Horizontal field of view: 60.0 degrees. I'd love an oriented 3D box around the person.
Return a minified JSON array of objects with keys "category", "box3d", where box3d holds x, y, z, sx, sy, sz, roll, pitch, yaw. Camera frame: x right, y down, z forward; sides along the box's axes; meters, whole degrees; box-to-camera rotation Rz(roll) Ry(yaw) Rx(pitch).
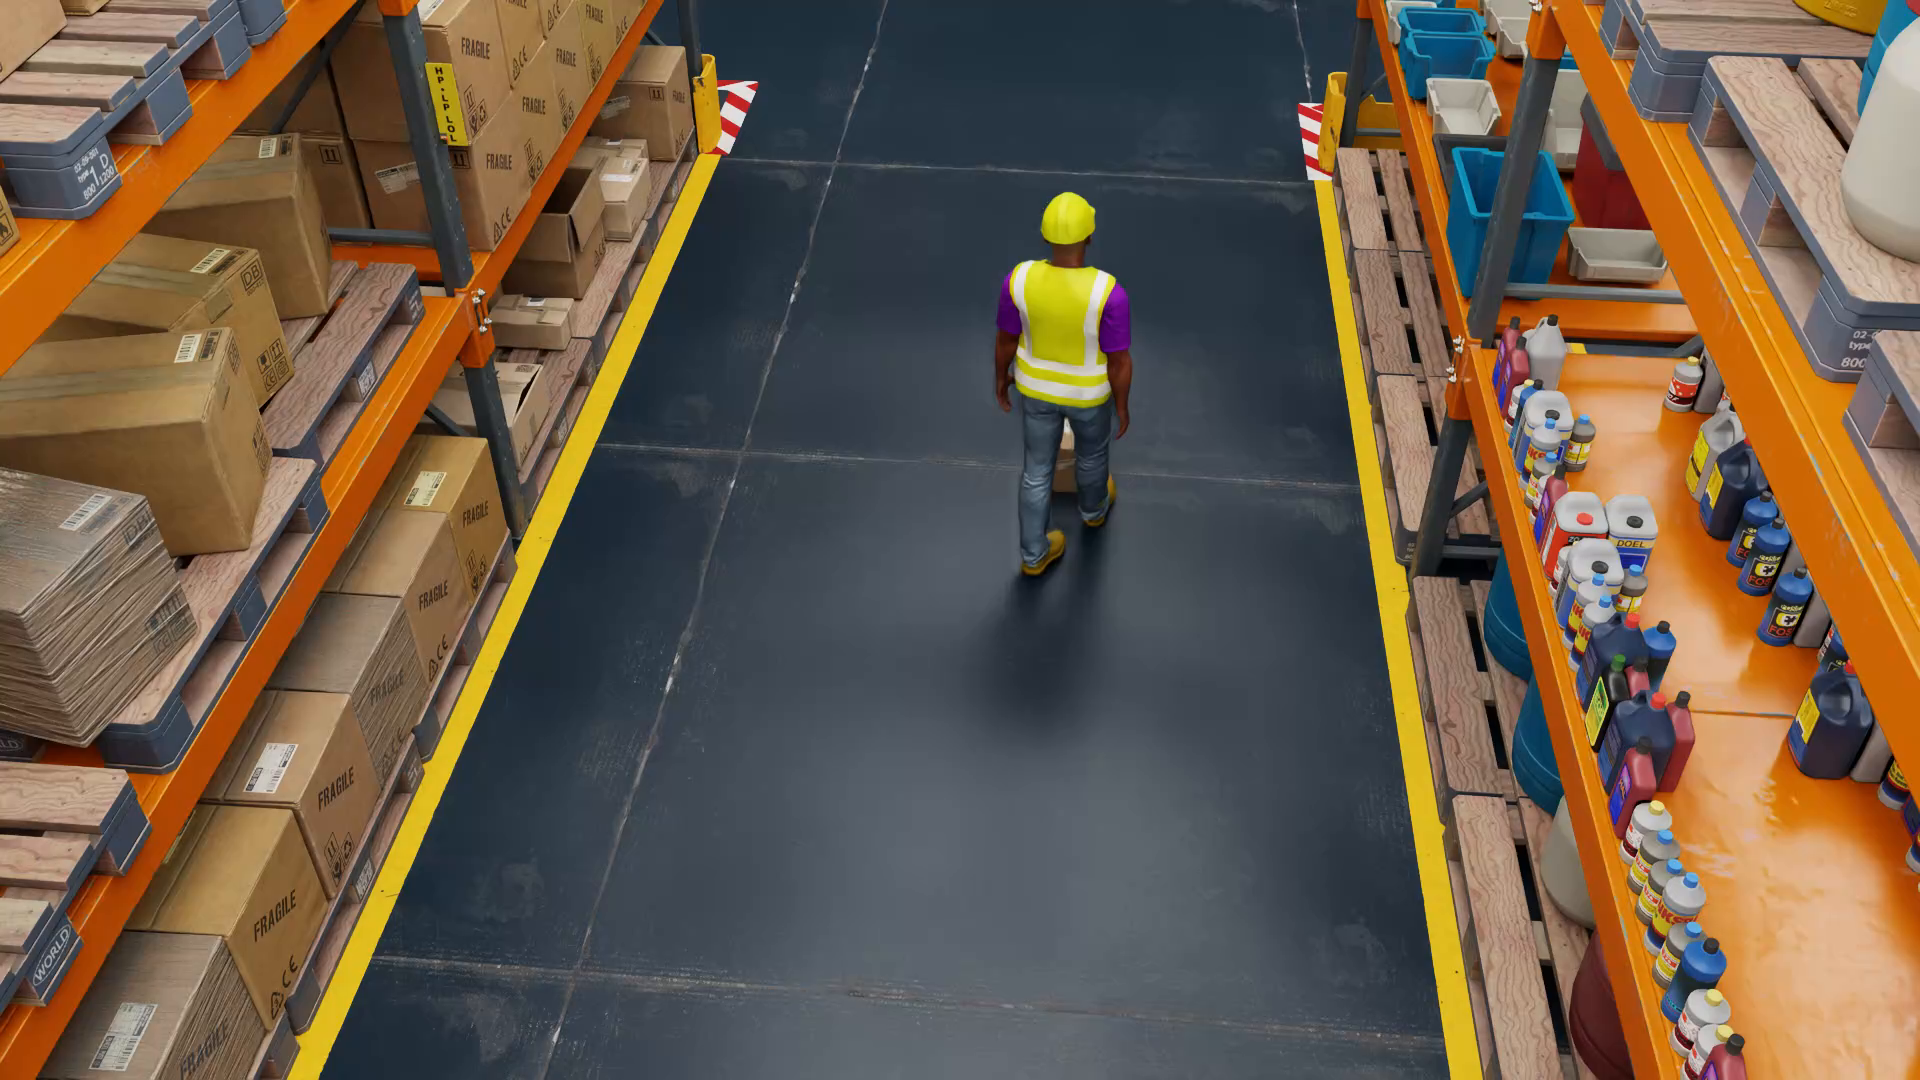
[{"category":"person","box3d":[12.064,-4.850,6.302,21.500,9.000,11.653,11,41,13]}]
